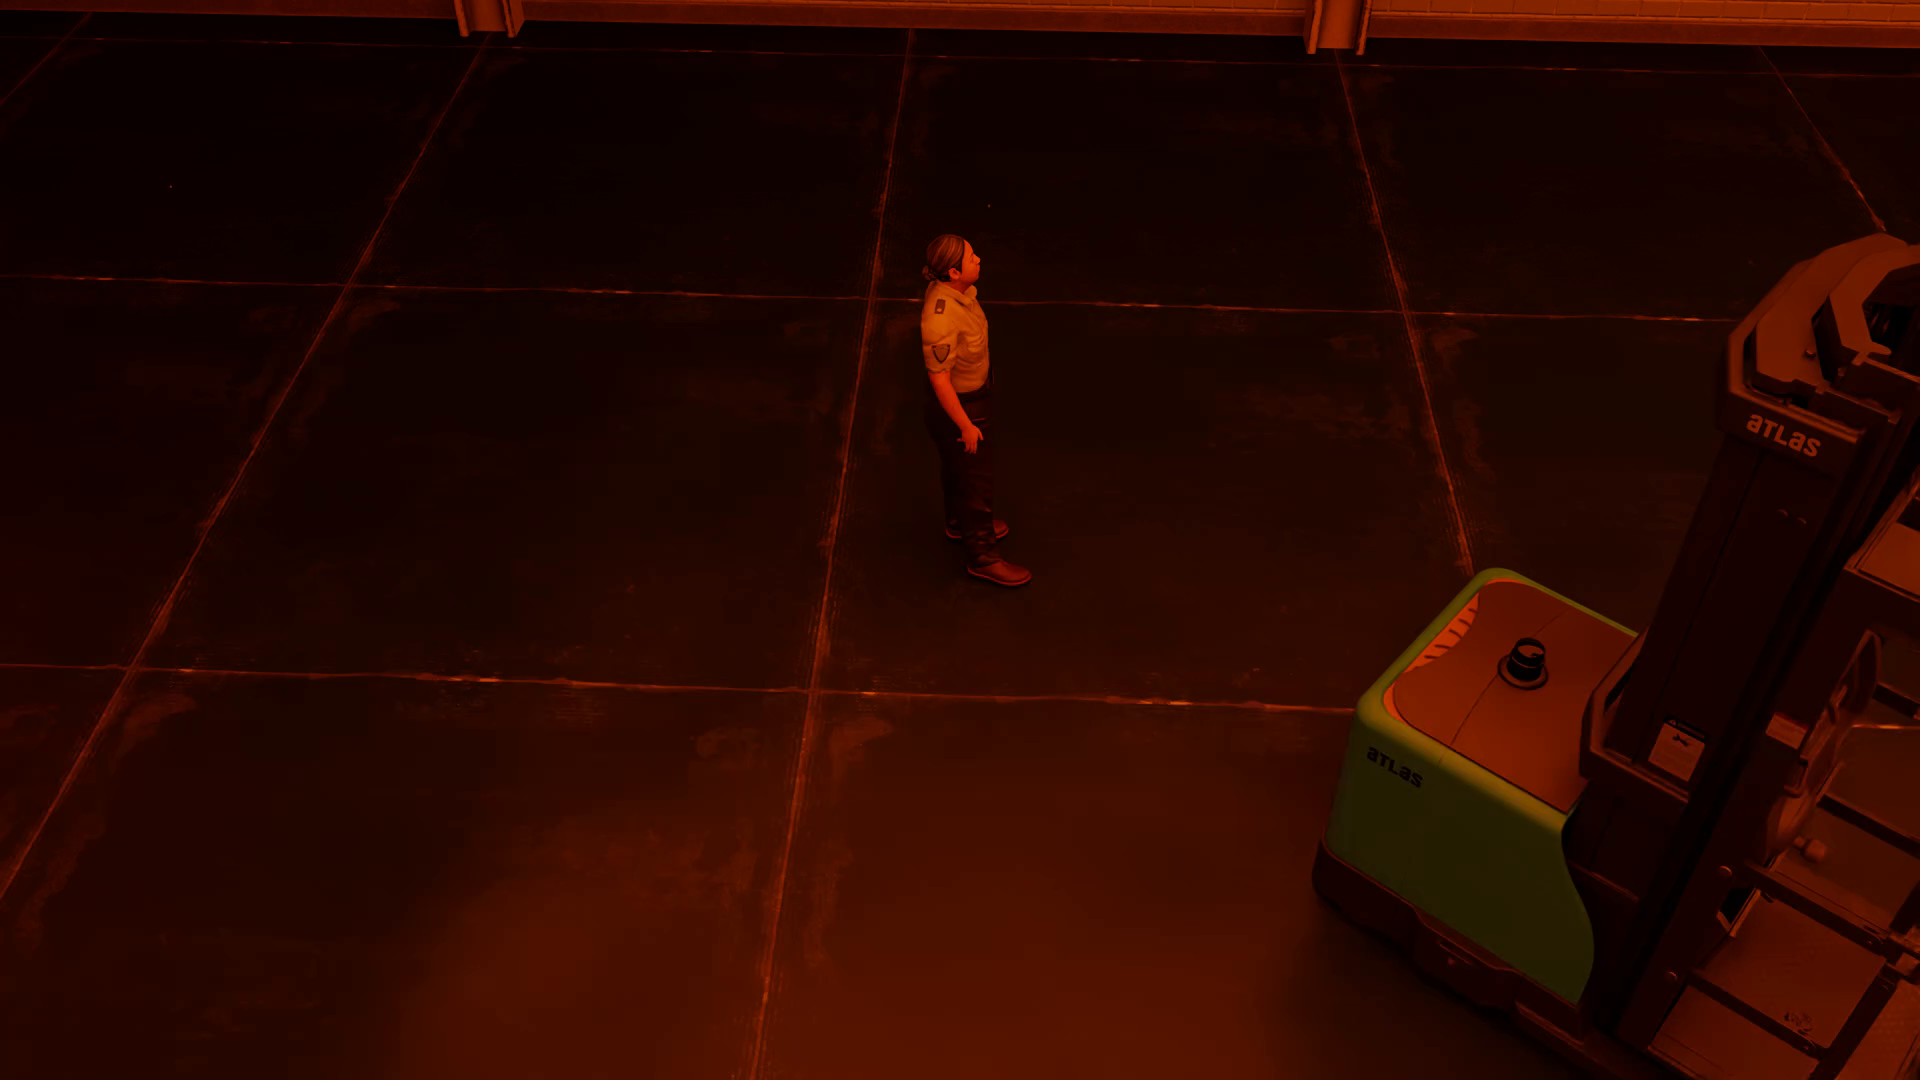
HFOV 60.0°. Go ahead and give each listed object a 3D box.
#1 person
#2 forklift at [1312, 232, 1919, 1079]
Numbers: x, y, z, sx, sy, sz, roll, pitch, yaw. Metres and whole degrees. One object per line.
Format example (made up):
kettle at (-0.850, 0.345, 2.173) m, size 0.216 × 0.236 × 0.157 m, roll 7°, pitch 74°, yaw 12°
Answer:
person at (0.089, -0.592, 7.338) m, size 0.502 × 1.643 × 0.598 m, roll 2°, pitch 42°, yaw 2°
forklift at (2.792, 0.690, 4.987) m, size 3.031 × 2.935 × 1.130 m, roll 31°, pitch 51°, yaw 29°
